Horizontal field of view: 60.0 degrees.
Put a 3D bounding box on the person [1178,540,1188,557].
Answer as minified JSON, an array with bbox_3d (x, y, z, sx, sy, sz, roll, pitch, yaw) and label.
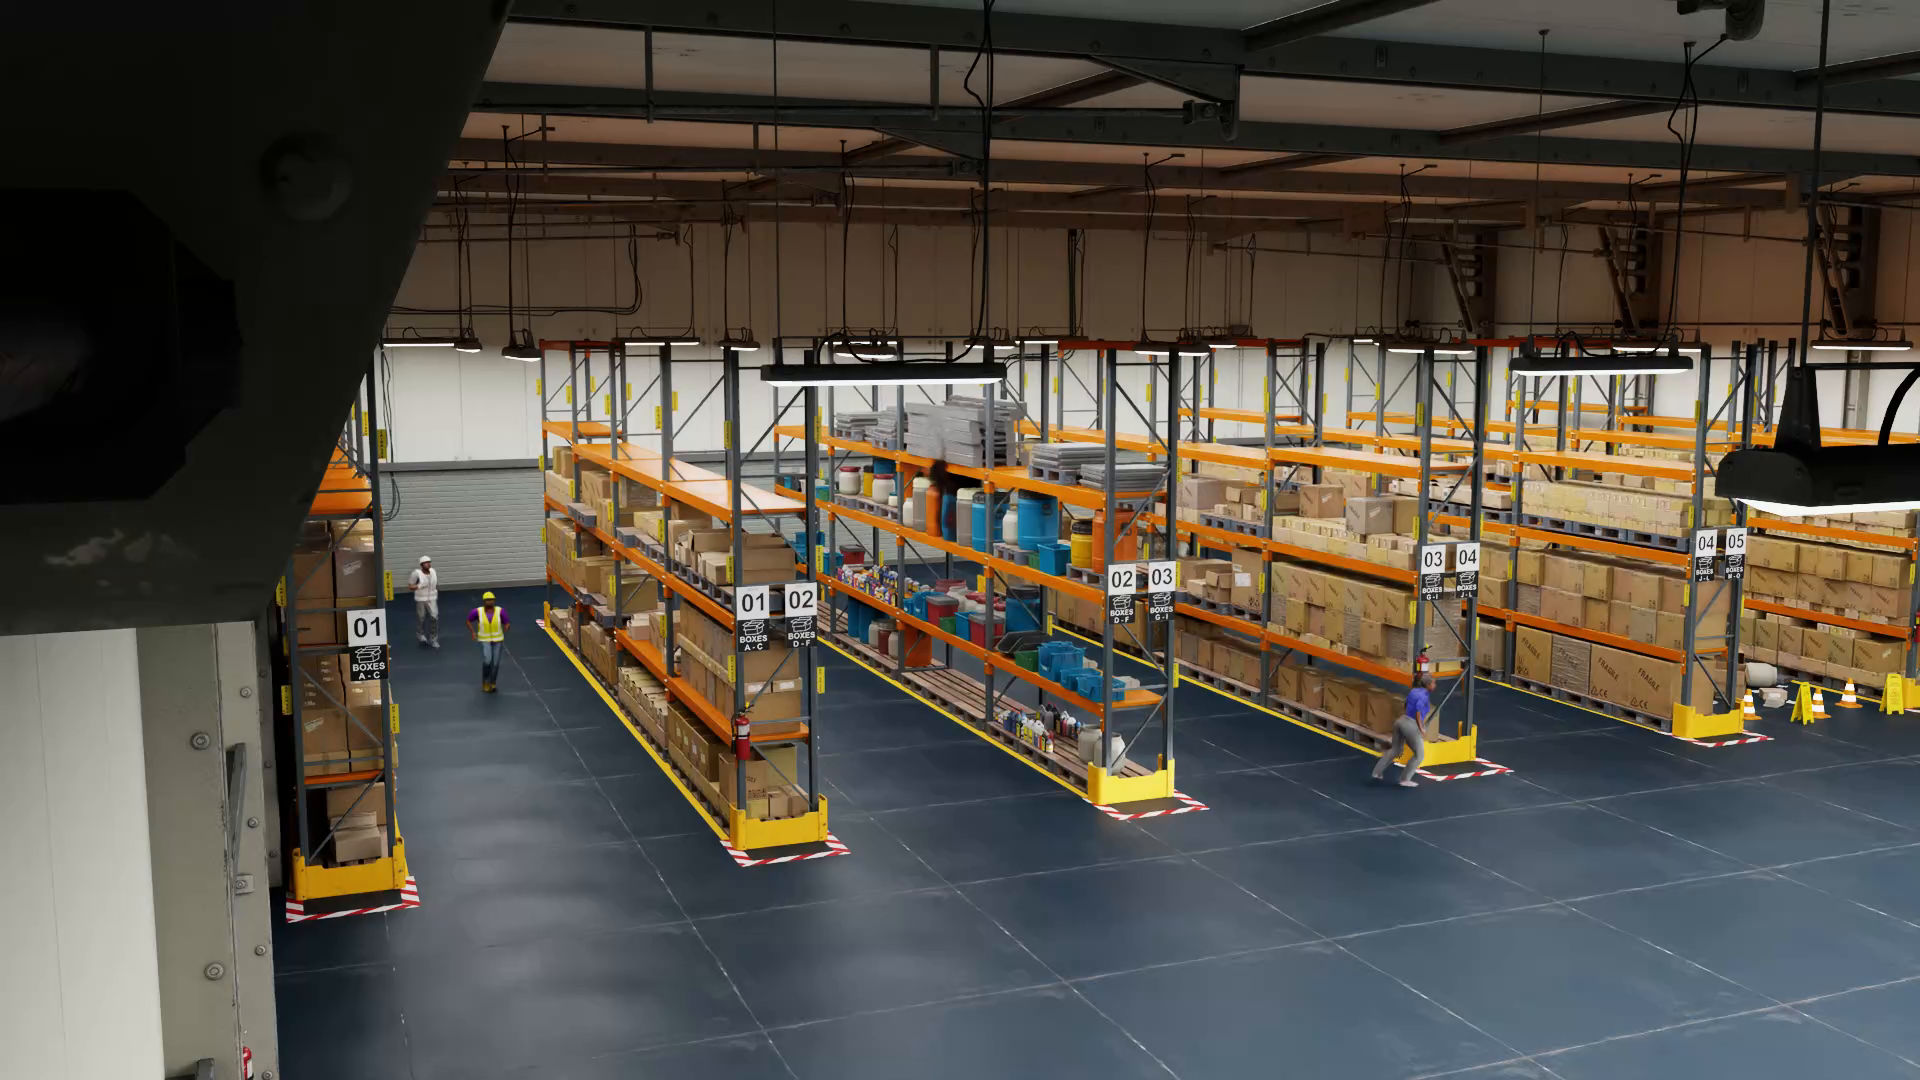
[{"bbox_3d":[5.551,0.163,42.104,0.587,1.415,0.927,4,9,30],"label":"person"}]

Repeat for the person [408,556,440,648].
[{"bbox_3d":[-10.506,1.224,32.635,0.642,1.849,0.774,-6,9,-38],"label":"person"}]

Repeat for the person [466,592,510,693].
[{"bbox_3d":[-8.070,1.760,28.558,0.712,1.754,0.671,-3,8,-23],"label":"person"}]

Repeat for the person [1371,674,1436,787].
[{"bbox_3d":[6.100,2.610,22.814,0.801,1.578,0.611,-2,8,-12],"label":"person"}]
